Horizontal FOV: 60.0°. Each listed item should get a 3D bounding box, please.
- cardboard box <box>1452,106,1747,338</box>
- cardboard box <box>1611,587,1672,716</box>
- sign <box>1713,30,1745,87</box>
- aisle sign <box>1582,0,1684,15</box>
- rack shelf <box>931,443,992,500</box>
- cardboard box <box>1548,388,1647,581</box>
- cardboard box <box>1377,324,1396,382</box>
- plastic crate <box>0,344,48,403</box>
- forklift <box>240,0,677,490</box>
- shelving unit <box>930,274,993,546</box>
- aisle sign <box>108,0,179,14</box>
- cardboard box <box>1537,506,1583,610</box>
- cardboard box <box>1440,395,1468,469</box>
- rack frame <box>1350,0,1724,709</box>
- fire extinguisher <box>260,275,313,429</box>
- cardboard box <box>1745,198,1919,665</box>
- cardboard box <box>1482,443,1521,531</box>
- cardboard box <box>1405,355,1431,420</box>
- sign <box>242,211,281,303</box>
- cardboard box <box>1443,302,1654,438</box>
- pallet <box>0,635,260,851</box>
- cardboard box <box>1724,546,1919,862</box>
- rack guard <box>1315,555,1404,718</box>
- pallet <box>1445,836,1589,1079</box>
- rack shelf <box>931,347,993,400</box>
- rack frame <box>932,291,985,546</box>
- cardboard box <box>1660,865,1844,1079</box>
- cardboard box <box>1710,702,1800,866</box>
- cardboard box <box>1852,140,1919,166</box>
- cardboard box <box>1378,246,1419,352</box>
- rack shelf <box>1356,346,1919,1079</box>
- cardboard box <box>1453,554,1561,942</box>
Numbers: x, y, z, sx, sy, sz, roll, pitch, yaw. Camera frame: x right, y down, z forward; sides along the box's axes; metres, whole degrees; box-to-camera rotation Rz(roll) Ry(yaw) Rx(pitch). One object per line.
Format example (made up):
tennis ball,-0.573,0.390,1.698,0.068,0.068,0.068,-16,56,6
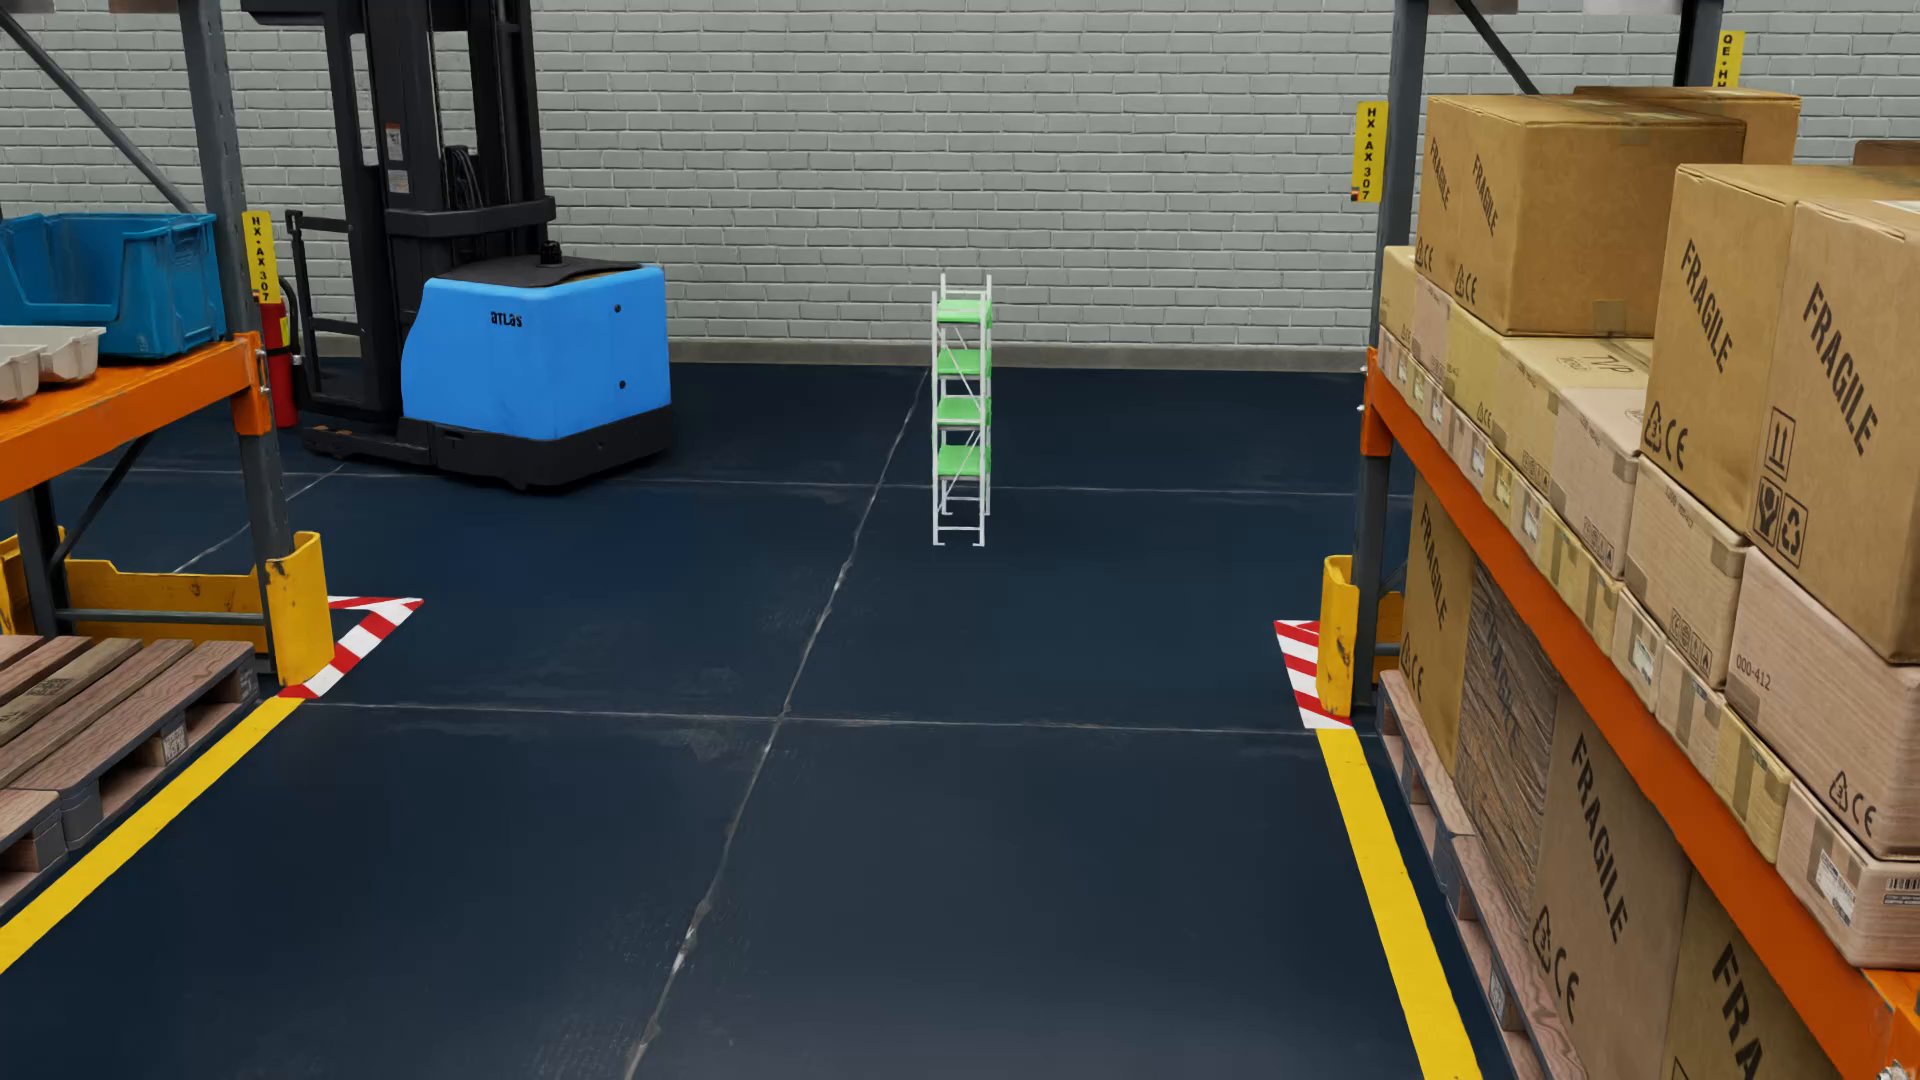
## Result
cardboard box,1.539,-0.790,4.074,0.500,0.500,0.500,1,18,2
cardboard box,1.374,0.198,2.906,0.380,0.149,0.250,2,18,5
sign,2.450,-1.469,5.349,0.100,0.325,0.005,1,18,4
aisle sign,2.215,-2.074,5.259,0.394,0.787,0.004,1,18,4
rack shelf,0.012,-0.333,7.988,0.258,0.148,0.480,1,18,4
cardboard box,1.464,-0.113,3.212,0.500,0.250,0.500,2,18,5
cardboard box,1.556,-0.600,5.341,0.380,0.149,0.250,1,18,5
plastic crate,-2.943,-0.489,4.926,0.396,0.136,0.243,1,18,4
forklift,-3.120,-1.971,9.230,3.031,2.935,1.130,10,21,29
shelving unit,0.012,-0.622,7.893,0.258,1.200,0.503,1,18,4
aisle sign,-2.733,-2.184,5.597,0.394,0.787,0.004,1,18,4
cardboard box,1.410,0.038,3.393,0.380,0.149,0.250,1,18,3
cardboard box,1.484,-0.281,4.367,0.380,0.149,0.250,1,18,3
rack frame,1.910,-0.822,5.616,1.000,3.000,0.127,1,18,4
fire extinguisher,-2.566,-0.756,6.135,0.296,0.674,0.183,1,18,4
cardboard box,1.390,-0.155,2.139,0.500,0.500,0.500,2,18,5
cardboard box,1.447,-0.122,3.883,0.380,0.149,0.250,1,18,3
cardboard box,1.521,-0.441,4.855,0.380,0.149,0.250,1,18,3
sign,-2.480,-1.003,5.906,0.100,0.325,0.005,1,18,4
cardboard box,1.536,-0.432,4.187,0.500,0.250,0.500,1,18,2
pallet,-3.128,0.647,5.608,1.003,0.211,1.213,1,18,4
cardboard box,1.393,0.207,2.238,0.500,0.250,0.500,1,18,3
rack guard,1.912,0.358,6.028,1.175,0.500,0.348,1,18,4
pallet,1.841,1.131,4.134,1.003,0.211,1.213,1,18,4
rack shelf,0.012,-0.789,7.838,0.258,0.148,0.480,1,18,4
rack frame,-0.006,-0.546,7.662,0.240,1.200,0.015,1,18,4
cardboard box,1.751,1.027,2.710,0.875,0.875,0.875,1,18,4
cardboard box,1.337,0.357,2.419,0.380,0.149,0.250,2,18,5
cardboard box,1.988,-0.464,3.081,0.500,0.500,0.500,1,18,2
cardboard box,1.606,-0.750,5.156,0.500,0.250,0.500,1,18,2
rack shelf,1.767,0.141,3.832,1.077,0.370,4.000,1,18,4
cardboard box,1.879,0.471,4.407,0.875,0.875,0.875,1,18,4
